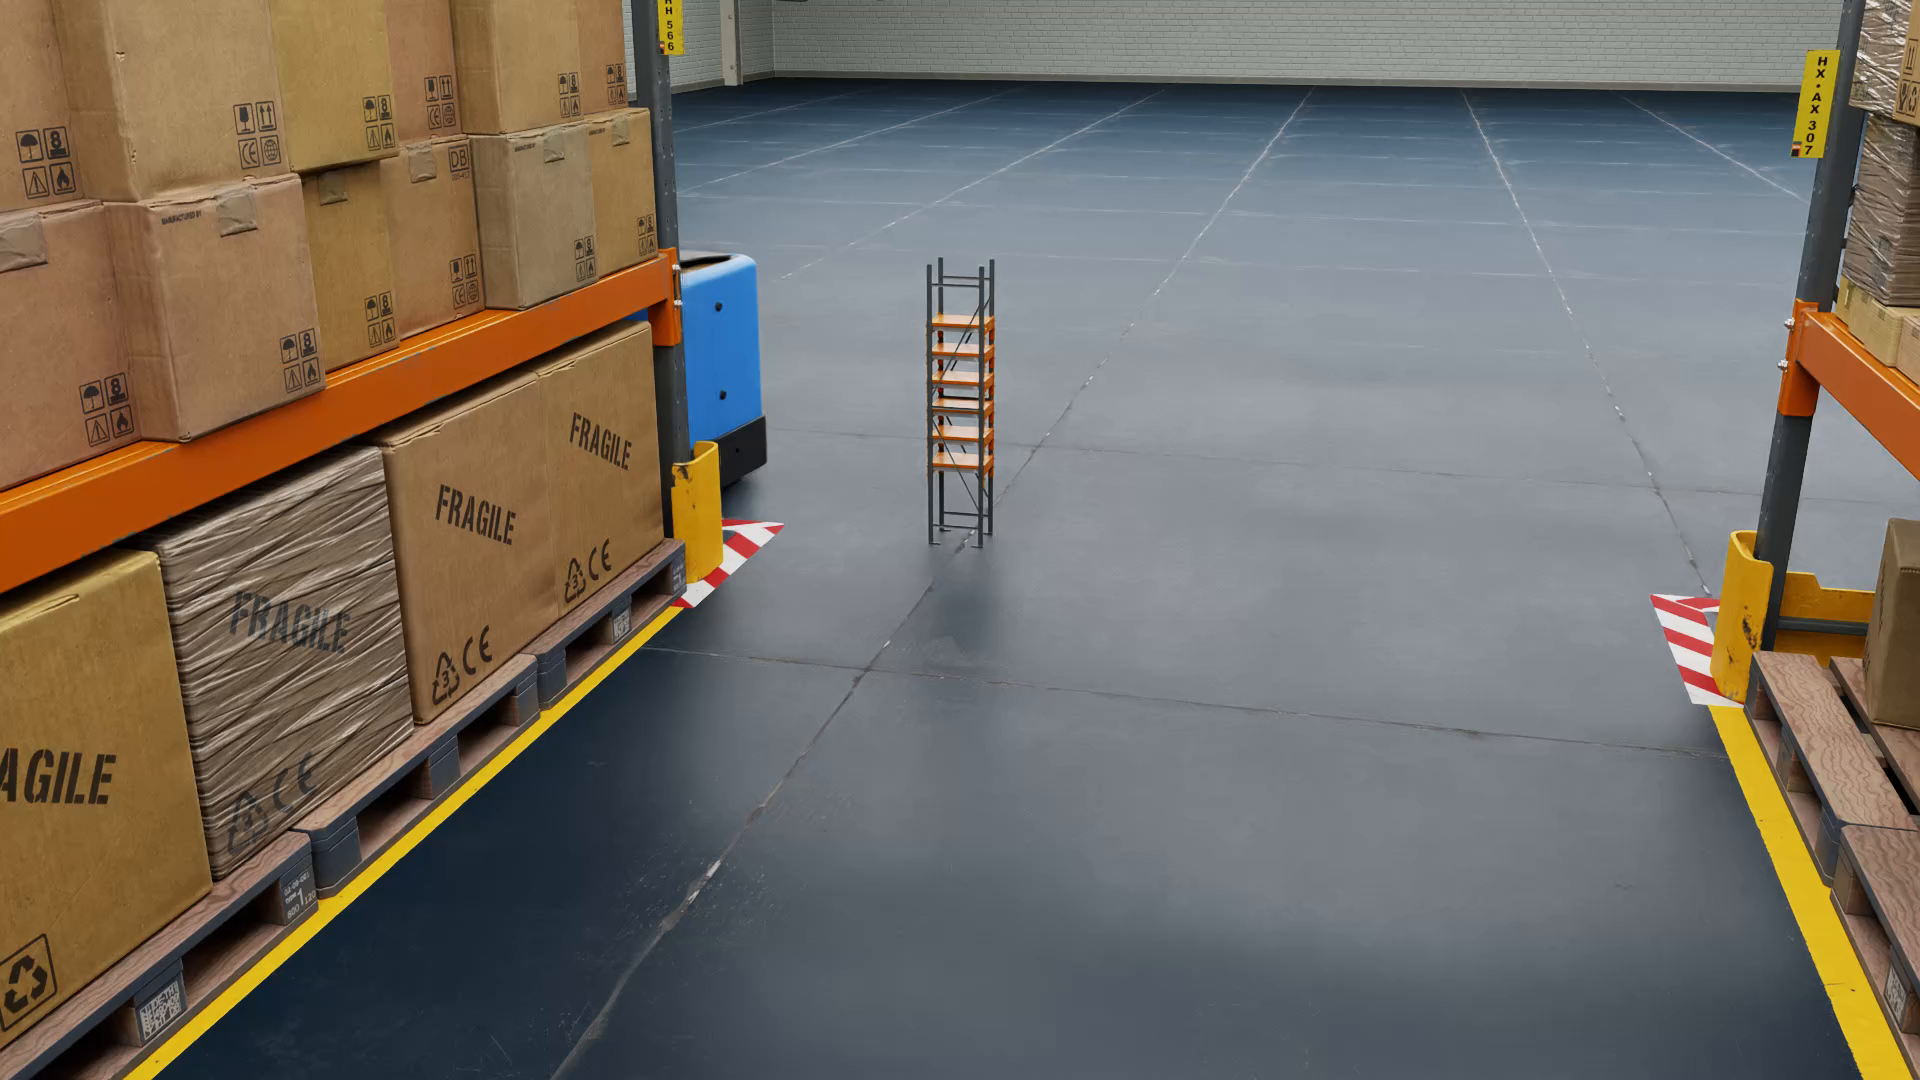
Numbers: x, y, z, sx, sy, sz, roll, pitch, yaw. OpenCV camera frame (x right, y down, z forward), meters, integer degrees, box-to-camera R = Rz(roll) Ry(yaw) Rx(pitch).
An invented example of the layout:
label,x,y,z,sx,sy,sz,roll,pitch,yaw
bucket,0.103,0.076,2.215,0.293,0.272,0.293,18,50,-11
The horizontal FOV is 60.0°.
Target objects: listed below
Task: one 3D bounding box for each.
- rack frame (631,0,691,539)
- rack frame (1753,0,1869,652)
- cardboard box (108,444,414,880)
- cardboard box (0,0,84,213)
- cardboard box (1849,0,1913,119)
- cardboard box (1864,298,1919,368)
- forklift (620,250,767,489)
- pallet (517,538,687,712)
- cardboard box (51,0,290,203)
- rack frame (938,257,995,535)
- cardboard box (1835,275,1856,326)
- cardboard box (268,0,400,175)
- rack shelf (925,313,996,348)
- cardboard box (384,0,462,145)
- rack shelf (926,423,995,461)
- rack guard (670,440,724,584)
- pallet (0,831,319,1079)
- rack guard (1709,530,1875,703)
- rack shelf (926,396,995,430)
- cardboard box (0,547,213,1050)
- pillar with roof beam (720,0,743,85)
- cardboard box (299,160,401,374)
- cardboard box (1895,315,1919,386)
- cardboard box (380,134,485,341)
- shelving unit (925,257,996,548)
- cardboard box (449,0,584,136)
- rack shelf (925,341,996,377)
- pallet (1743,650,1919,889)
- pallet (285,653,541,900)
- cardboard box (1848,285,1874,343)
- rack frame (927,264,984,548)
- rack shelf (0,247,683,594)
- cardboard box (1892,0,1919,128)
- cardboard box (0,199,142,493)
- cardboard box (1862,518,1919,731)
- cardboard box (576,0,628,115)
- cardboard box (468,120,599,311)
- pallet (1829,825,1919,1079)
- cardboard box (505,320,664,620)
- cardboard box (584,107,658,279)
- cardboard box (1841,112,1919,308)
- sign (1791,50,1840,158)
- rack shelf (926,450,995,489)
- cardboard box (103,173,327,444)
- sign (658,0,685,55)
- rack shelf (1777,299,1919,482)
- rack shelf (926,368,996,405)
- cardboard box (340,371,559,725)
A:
label,x,y,z,sx,sy,sz,roll,pitch,yaw
rack frame,-1.586,-1.331,6.444,1.000,3.000,0.127,5,19,13
rack frame,3.199,-0.908,5.204,1.000,3.000,0.127,5,19,13
cardboard box,-2.125,0.255,4.438,0.875,0.875,0.875,5,19,14
cardboard box,-2.418,-0.954,3.437,0.875,0.550,0.550,5,19,13
cardboard box,2.800,-1.418,4.537,0.500,0.500,0.500,5,19,13
cardboard box,2.743,-0.564,4.588,0.380,0.149,0.250,5,19,13
forklift,-2.506,-1.735,7.733,3.031,2.935,1.130,7,20,20
pallet,-1.706,0.245,6.143,1.003,0.211,1.213,5,19,13
cardboard box,-2.153,-1.112,3.901,0.875,0.550,0.550,5,19,13
rack frame,0.026,-0.601,7.091,0.240,1.200,0.006,5,19,13
cardboard box,2.898,-0.718,5.039,0.380,0.149,0.250,5,19,13
cardboard box,-2.031,-1.279,4.389,0.875,0.550,0.500,5,19,13
rack shelf,0.004,-0.871,6.905,0.258,0.103,0.180,5,19,13
cardboard box,-2.028,-1.455,4.905,0.875,0.550,0.550,5,19,13
rack shelf,0.004,-0.417,7.060,0.258,0.103,0.180,5,19,13
rack guard,-1.580,-0.156,6.870,1.175,0.500,0.348,5,19,13
pallet,-2.302,1.010,3.904,1.003,0.211,1.213,5,19,13
rack guard,3.180,0.299,5.539,1.175,0.500,0.348,5,19,13
rack shelf,0.004,-0.530,7.021,0.258,0.103,0.180,5,19,13
cardboard box,-2.342,0.538,3.610,0.875,0.875,0.875,5,19,14
pillar with roof beam,-0.765,-13.836,33.774,9.100,9.000,0.400,5,19,13
cardboard box,-2.094,-0.773,4.578,0.875,0.550,0.500,5,19,13
cardboard box,2.702,-0.484,4.353,0.380,0.149,0.250,5,19,13
cardboard box,-2.005,-0.942,5.074,0.875,0.550,0.550,5,19,13
shelving unit,0.004,-0.572,7.007,0.258,1.200,0.189,5,19,13
cardboard box,-1.759,-1.620,5.388,0.875,0.550,0.550,5,19,13
rack shelf,0.004,-0.757,6.944,0.258,0.103,0.180,5,19,13
pallet,2.948,0.688,4.848,1.003,0.211,1.213,5,19,13
pallet,-2.006,0.627,5.027,1.003,0.211,1.213,5,19,13
cardboard box,2.818,-0.641,4.814,0.380,0.149,0.250,5,19,13
rack frame,-0.019,-0.544,6.923,0.240,1.200,0.006,5,19,13
rack shelf,-2.075,-0.364,4.725,1.077,0.370,4.000,5,19,13
cardboard box,2.671,-1.262,4.080,0.500,0.500,0.500,5,19,13
cardboard box,-2.372,-0.439,3.600,0.875,0.550,0.550,5,19,13
cardboard box,3.030,0.271,4.971,0.500,0.500,0.500,9,21,23
cardboard box,-1.714,-1.800,5.914,0.875,0.550,0.550,5,19,13
cardboard box,-1.746,-1.108,5.559,0.875,0.550,0.550,5,19,13
pallet,2.647,1.069,3.732,1.003,0.211,1.213,5,19,13
cardboard box,-1.688,-0.307,6.082,0.875,0.875,0.875,5,19,14
cardboard box,-1.633,-1.282,6.069,0.875,0.550,0.550,5,19,13
cardboard box,3.038,-0.926,4.642,0.875,0.500,0.500,5,19,13
sign,2.673,-1.360,5.190,0.100,0.325,0.005,5,19,13
rack shelf,0.004,-0.303,7.099,0.258,0.103,0.180,5,19,13
cardboard box,-2.126,-0.599,4.069,0.875,0.550,0.550,5,19,13
sign,-1.063,-1.944,6.080,0.100,0.325,0.005,5,19,13
rack shelf,2.710,0.060,3.485,1.077,0.370,4.000,5,19,13
rack shelf,0.004,-0.644,6.982,0.258,0.103,0.180,5,19,13
cardboard box,-1.901,-0.031,5.274,0.875,0.875,0.875,4,19,13
